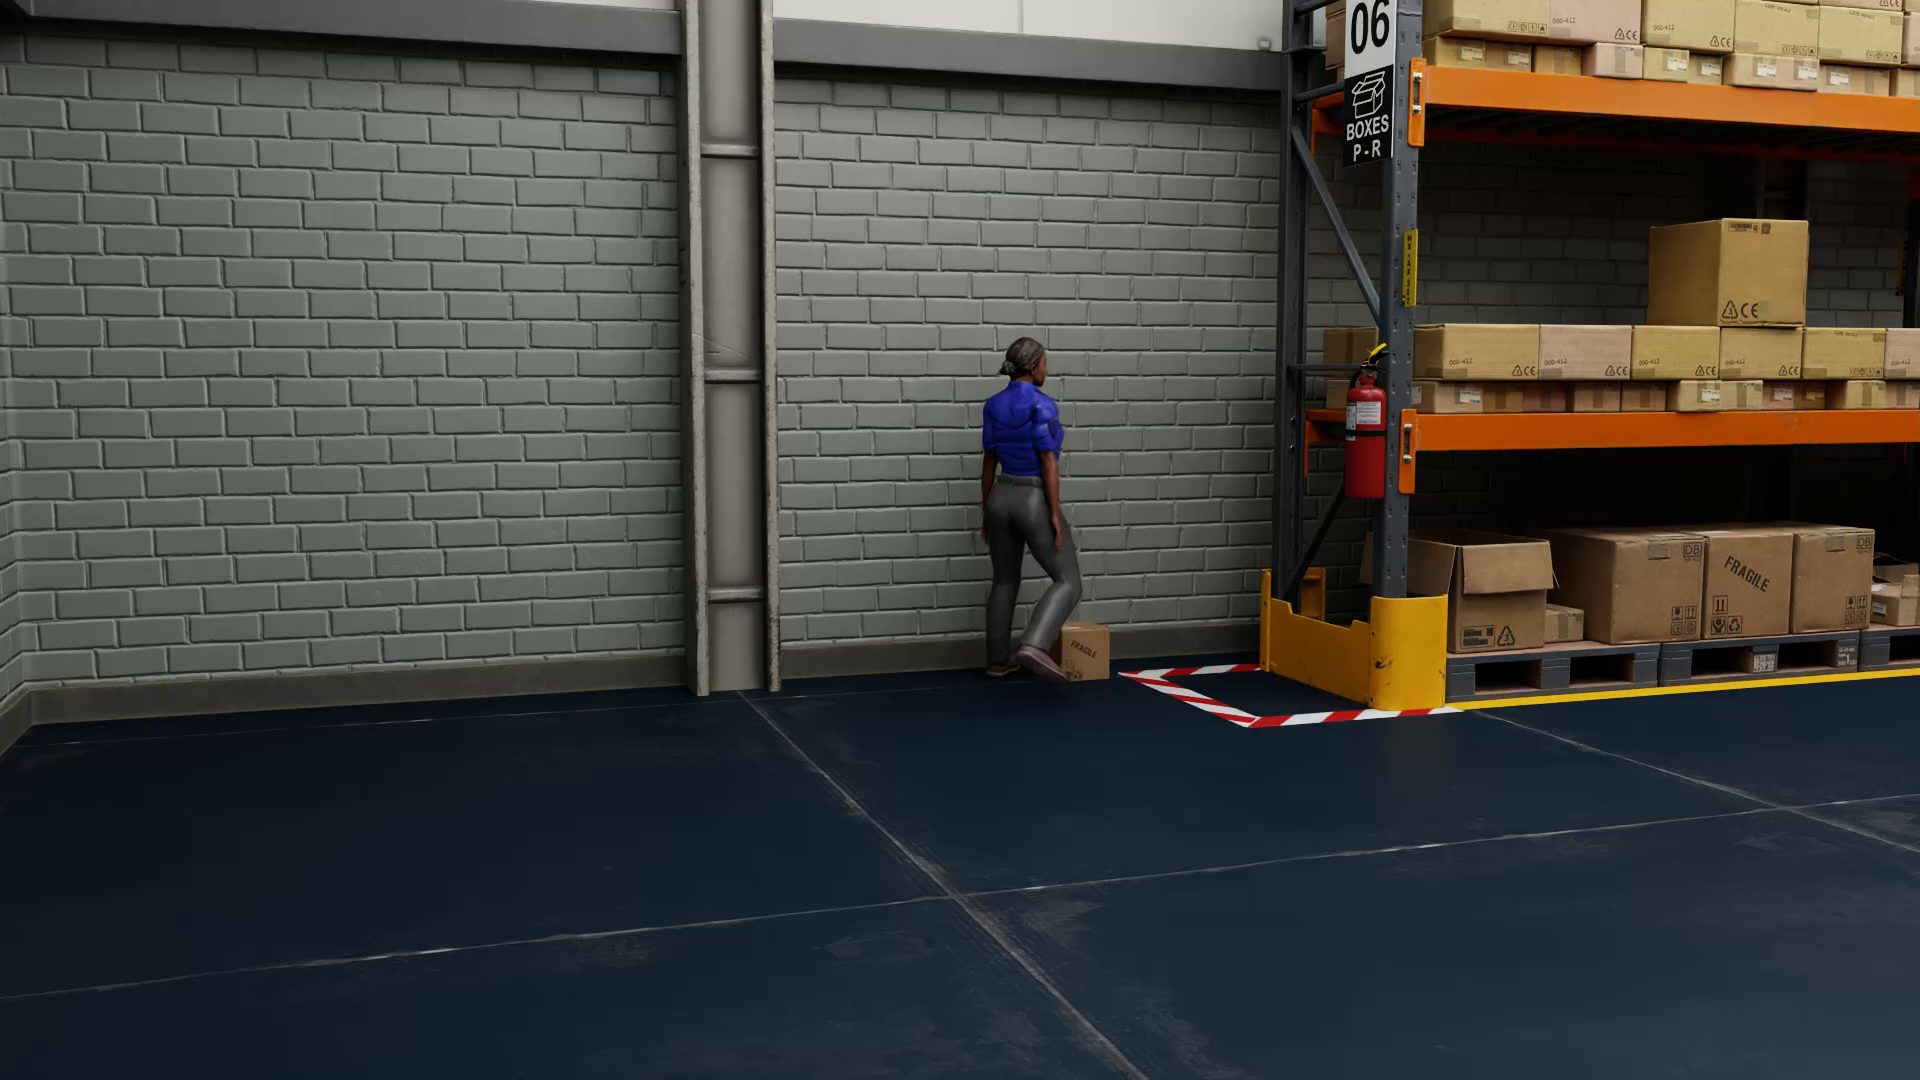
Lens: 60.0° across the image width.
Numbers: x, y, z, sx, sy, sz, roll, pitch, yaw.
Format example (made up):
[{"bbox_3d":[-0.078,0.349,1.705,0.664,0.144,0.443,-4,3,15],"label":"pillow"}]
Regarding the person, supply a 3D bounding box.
[{"bbox_3d":[0.307,-0.132,7.841,0.646,1.641,0.600,5,8,39],"label":"person"}]
